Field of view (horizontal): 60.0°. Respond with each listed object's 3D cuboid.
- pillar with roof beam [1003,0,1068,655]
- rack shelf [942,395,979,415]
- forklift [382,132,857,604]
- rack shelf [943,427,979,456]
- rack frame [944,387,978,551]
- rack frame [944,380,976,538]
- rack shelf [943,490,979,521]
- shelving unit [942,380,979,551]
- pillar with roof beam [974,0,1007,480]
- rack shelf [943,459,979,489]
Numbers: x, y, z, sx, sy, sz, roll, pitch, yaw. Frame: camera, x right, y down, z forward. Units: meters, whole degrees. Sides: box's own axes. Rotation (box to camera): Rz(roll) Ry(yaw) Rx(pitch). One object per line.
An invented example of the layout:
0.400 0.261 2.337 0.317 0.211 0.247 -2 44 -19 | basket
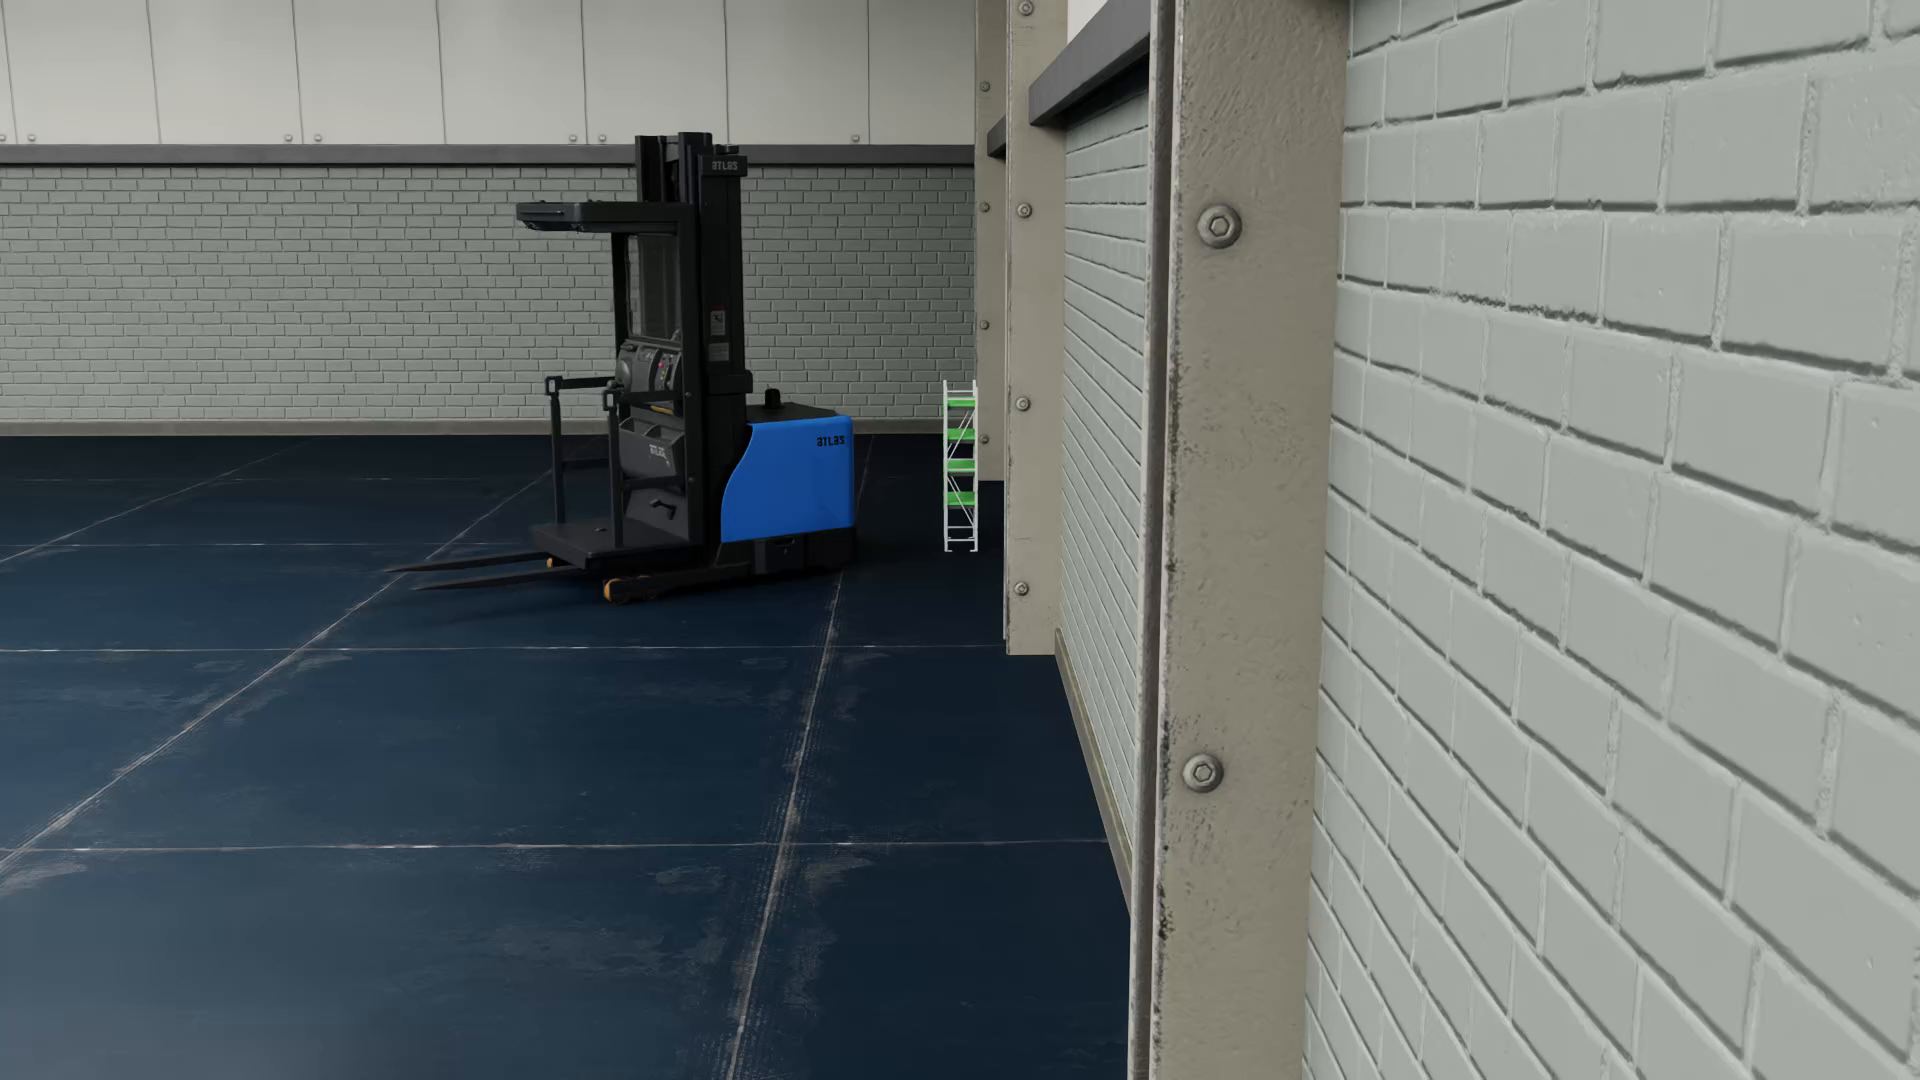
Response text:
-3.891 -3.786 8.587 9.100 9.000 0.400 0 11 -1 | pillar with roof beam
0.003 -0.963 12.195 0.258 0.148 0.480 0 11 -1 | rack shelf
-2.220 -1.147 10.839 3.031 2.935 1.130 -8 14 -34 | forklift
0.003 -0.728 12.243 0.258 0.148 0.480 0 11 -1 | rack shelf
0.008 -0.507 12.039 0.240 1.200 0.015 0 11 -1 | rack frame
-0.002 -0.604 12.517 0.240 1.200 0.015 0 11 -1 | rack frame
0.003 -0.257 12.338 0.258 0.148 0.480 0 11 -1 | rack shelf
0.003 -0.555 12.278 0.258 1.200 0.503 0 11 -1 | shelving unit
-4.015 -4.979 14.466 9.100 9.000 0.400 0 11 -1 | pillar with roof beam
0.003 -0.492 12.290 0.258 0.148 0.480 0 11 -1 | rack shelf
